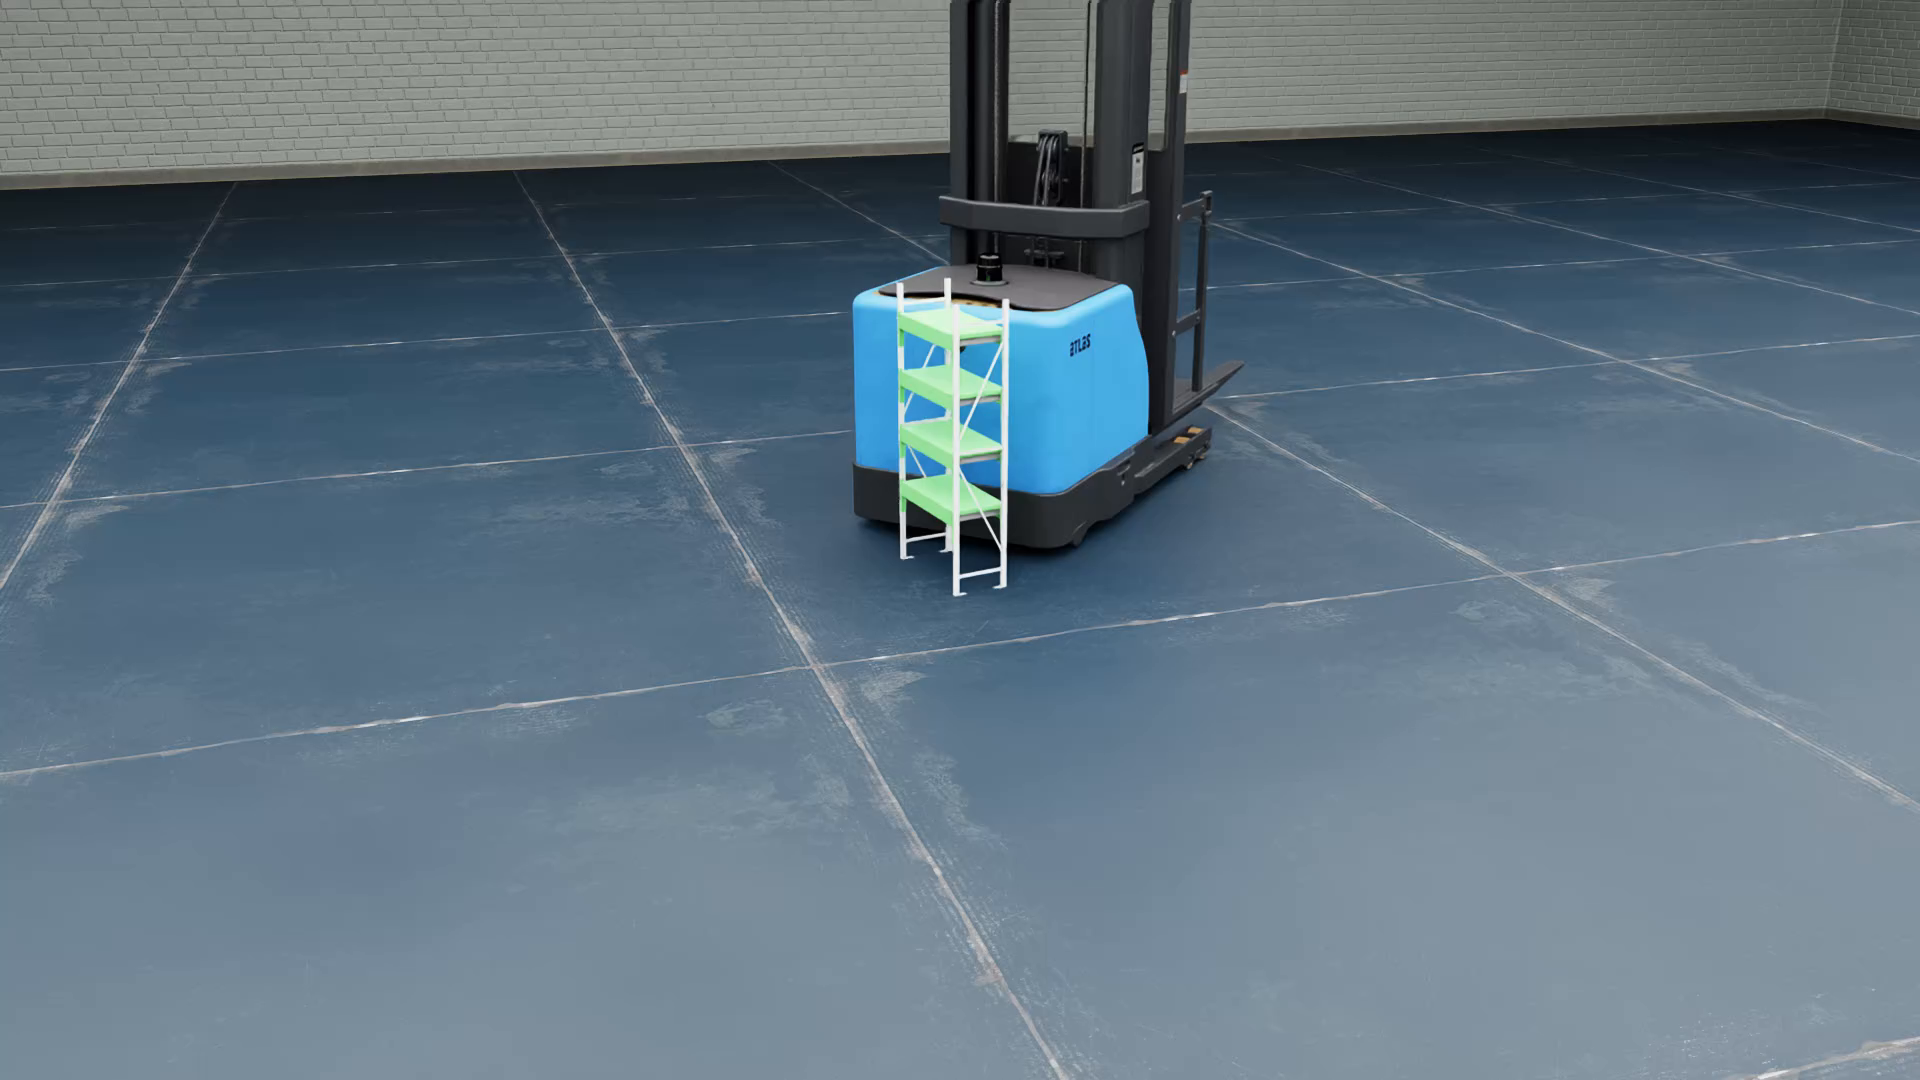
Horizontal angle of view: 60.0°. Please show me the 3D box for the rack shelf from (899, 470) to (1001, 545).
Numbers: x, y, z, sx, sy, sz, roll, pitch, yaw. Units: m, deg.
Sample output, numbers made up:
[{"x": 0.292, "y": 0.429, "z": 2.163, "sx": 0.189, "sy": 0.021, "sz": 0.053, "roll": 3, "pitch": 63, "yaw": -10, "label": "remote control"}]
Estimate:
[{"x": -0.033, "y": -0.139, "z": 6.929, "sx": 0.258, "sy": 0.148, "sz": 0.480, "roll": -10, "pitch": 22, "yaw": -26, "label": "rack shelf"}]

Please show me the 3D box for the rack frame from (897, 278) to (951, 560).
[{"x": -0.147, "y": -0.498, "z": 7.029, "sx": 0.240, "sy": 1.200, "sz": 0.015, "roll": -10, "pitch": 22, "yaw": -26, "label": "rack frame"}]

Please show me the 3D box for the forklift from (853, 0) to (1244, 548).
[{"x": 0.646, "y": -1.798, "z": 8.087, "sx": 1.130, "sy": 2.935, "sz": 3.031, "roll": 10, "pitch": 22, "yaw": 26, "label": "forklift"}]

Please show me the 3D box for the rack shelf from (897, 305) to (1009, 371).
[{"x": -0.033, "y": -0.817, "z": 6.685, "sx": 0.258, "sy": 0.148, "sz": 0.480, "roll": -10, "pitch": 22, "yaw": -26, "label": "rack shelf"}]

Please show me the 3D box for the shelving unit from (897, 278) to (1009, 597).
[{"x": -0.033, "y": -0.425, "z": 6.826, "sx": 0.258, "sy": 1.200, "sz": 0.503, "roll": -10, "pitch": 22, "yaw": -26, "label": "shelving unit"}]

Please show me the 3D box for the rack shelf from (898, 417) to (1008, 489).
[{"x": -0.033, "y": -0.365, "z": 6.848, "sx": 0.258, "sy": 0.148, "sz": 0.480, "roll": -10, "pitch": 22, "yaw": -26, "label": "rack shelf"}]

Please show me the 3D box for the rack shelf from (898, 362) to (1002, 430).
[{"x": -0.033, "y": -0.591, "z": 6.767, "sx": 0.258, "sy": 0.148, "sz": 0.480, "roll": -10, "pitch": 22, "yaw": -26, "label": "rack shelf"}]

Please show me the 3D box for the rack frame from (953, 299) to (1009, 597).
[{"x": 0.081, "y": -0.353, "z": 6.623, "sx": 0.240, "sy": 1.200, "sz": 0.015, "roll": -10, "pitch": 22, "yaw": -26, "label": "rack frame"}]
